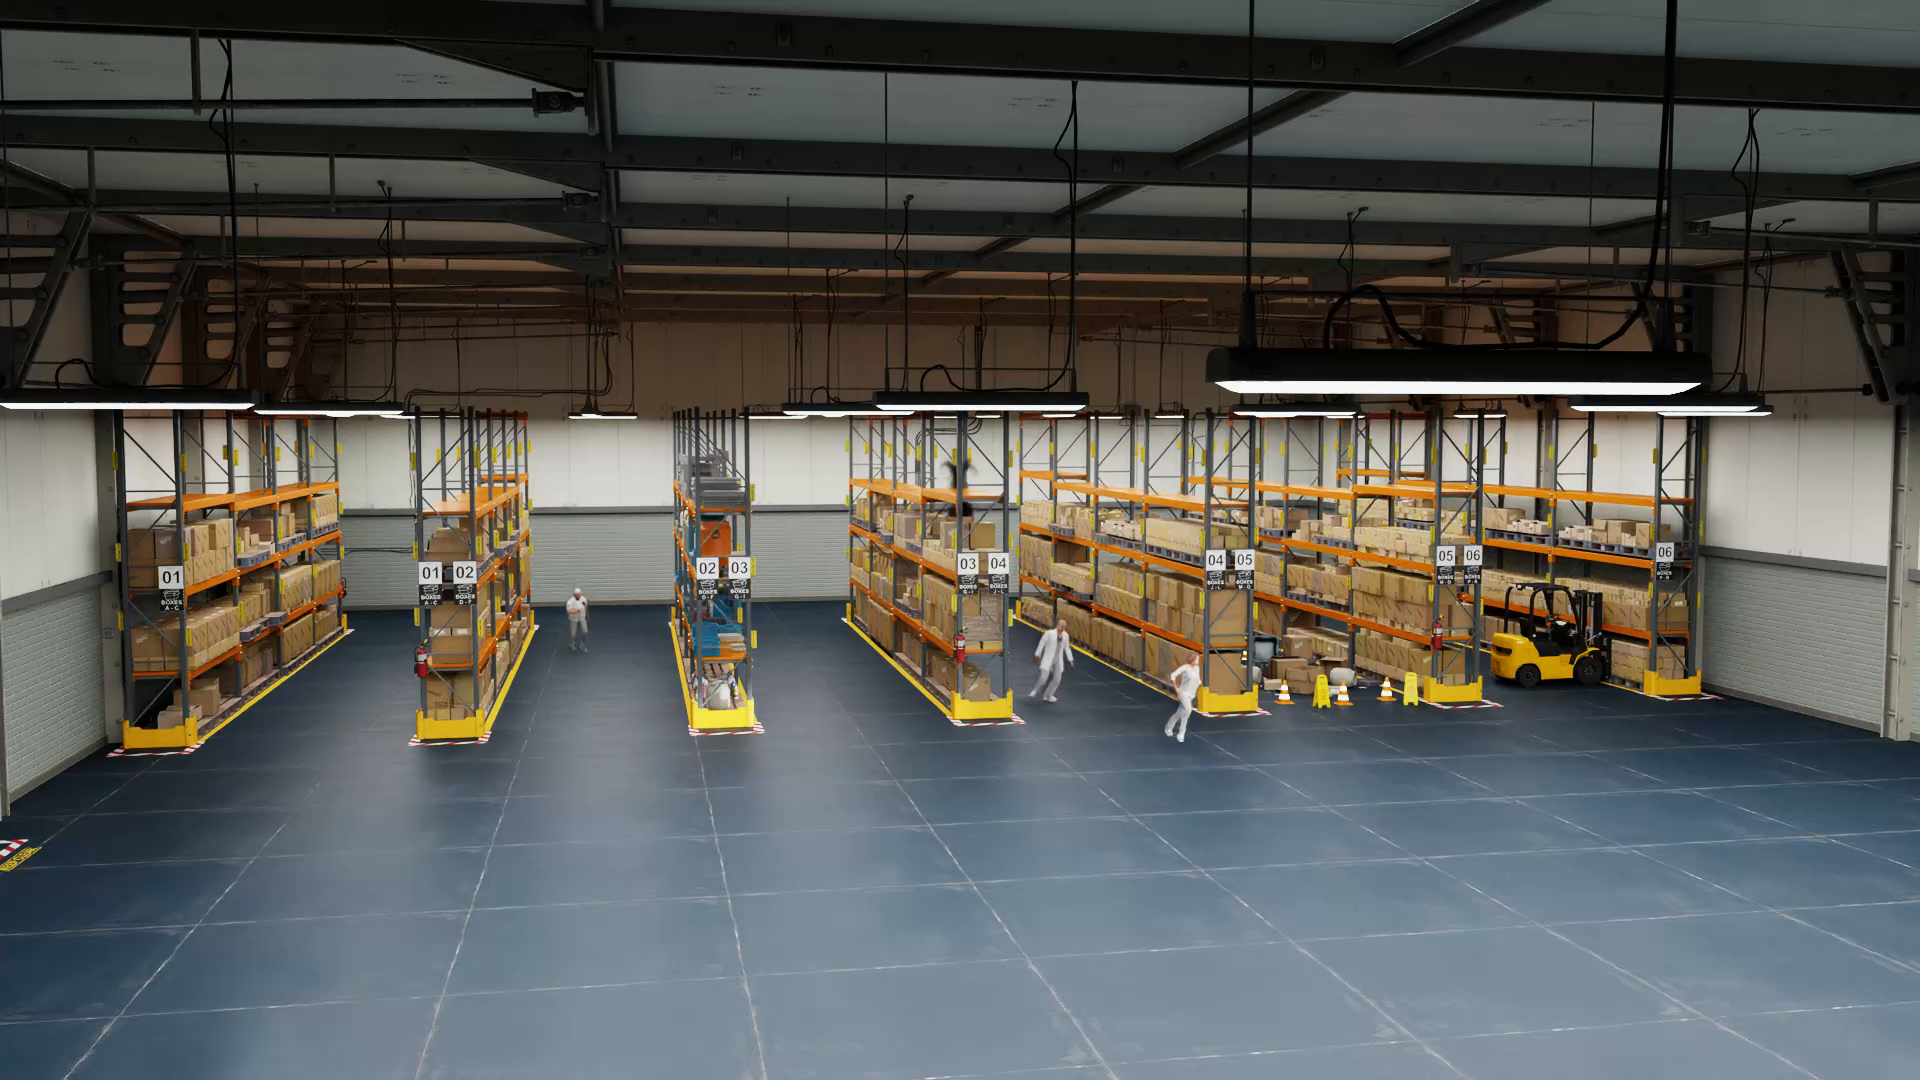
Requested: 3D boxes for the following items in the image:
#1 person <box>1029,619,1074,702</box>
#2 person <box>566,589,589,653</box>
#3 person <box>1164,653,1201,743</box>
[{"bbox_3d":[1.864,2.446,33.989,0.845,1.699,0.657,-2,4,-23],"label":"person"},{"bbox_3d":[-9.493,1.999,41.288,0.614,1.620,0.927,-2,5,-27],"label":"person"},{"bbox_3d":[3.992,2.806,29.955,0.689,1.552,0.695,-3,5,-39],"label":"person"}]
